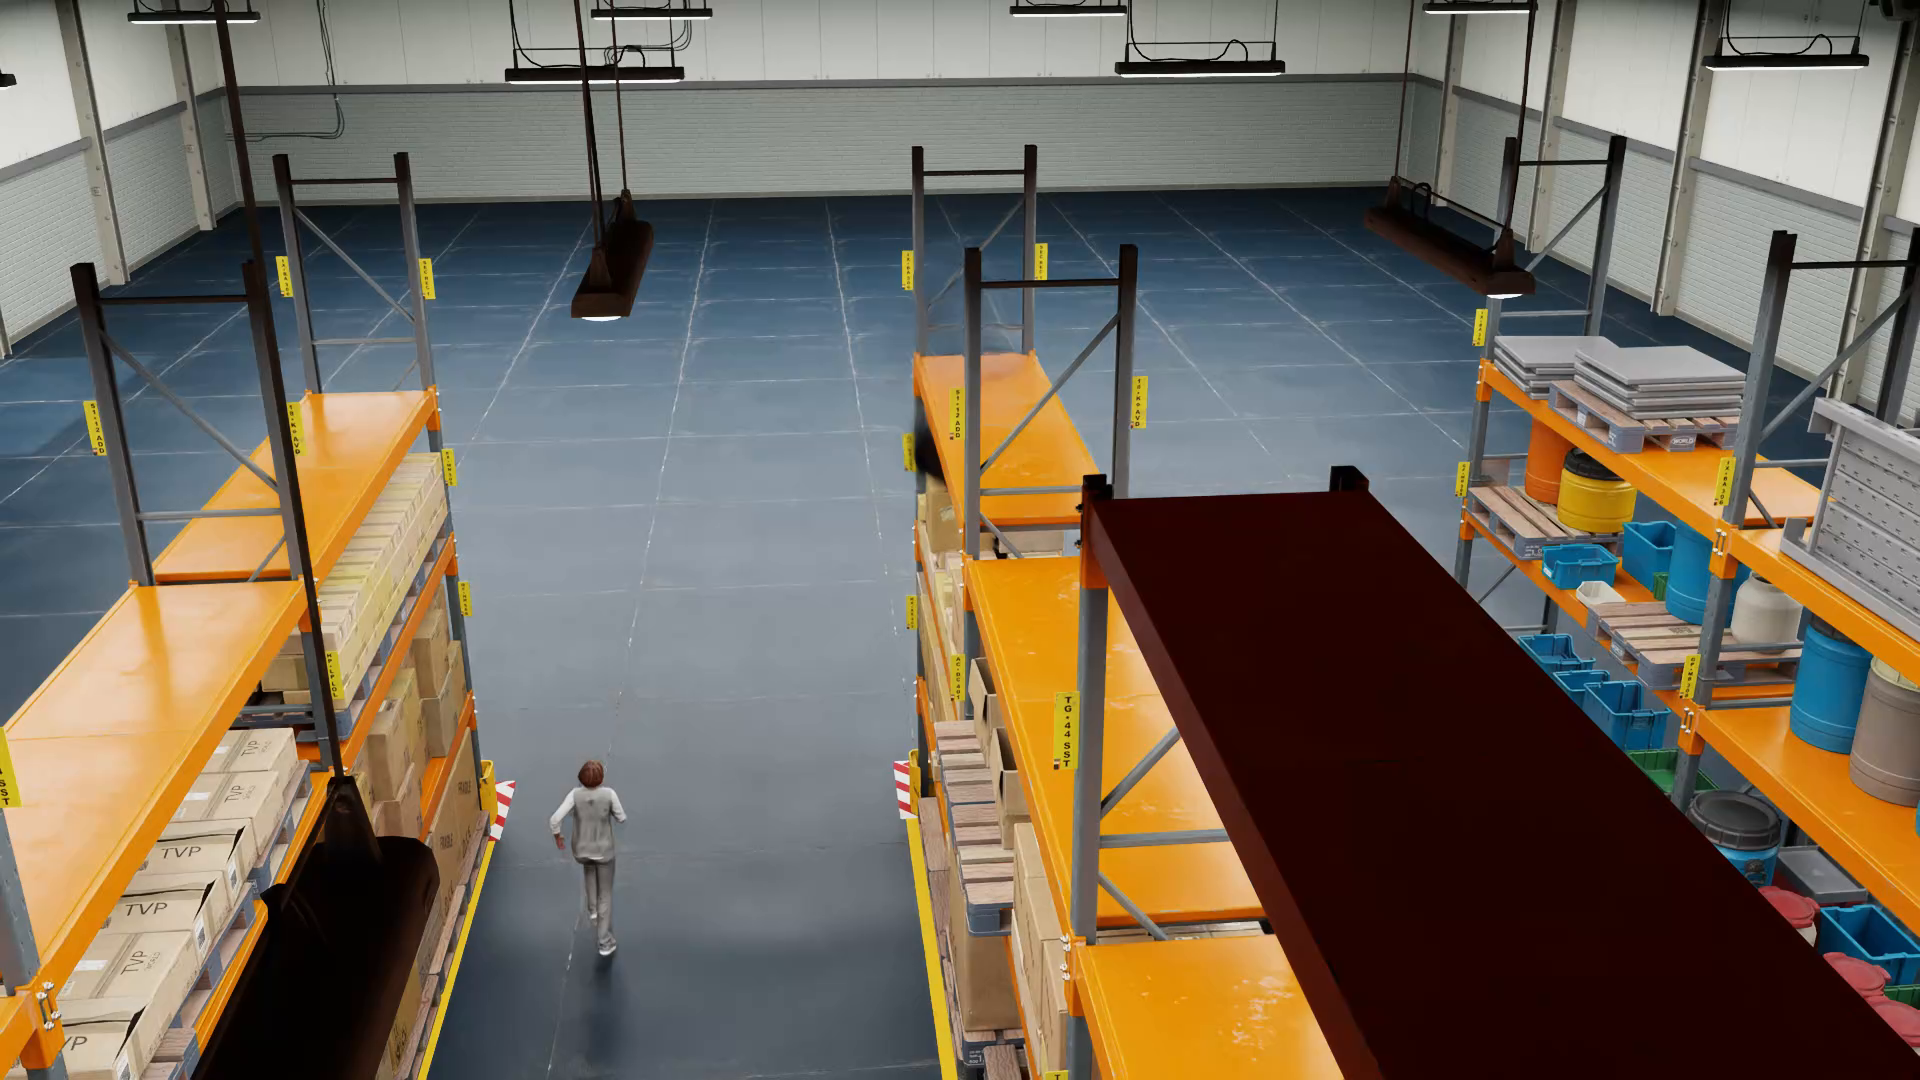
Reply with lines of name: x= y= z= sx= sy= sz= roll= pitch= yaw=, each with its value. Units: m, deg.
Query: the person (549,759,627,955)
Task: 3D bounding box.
person: x=-2.918 y=2.479 z=13.199 sx=0.545 sy=1.589 sz=0.813 roll=0 pitch=22 yaw=-1

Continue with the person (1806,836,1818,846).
person: x=7.240 y=2.272 z=13.723 sx=0.595 sy=1.609 sz=0.561 roll=-6 pitch=22 yaw=-14

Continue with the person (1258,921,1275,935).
person: x=2.191 y=2.917 z=12.005 sx=0.652 sy=1.735 sz=0.963 roll=-1 pitch=22 yaw=-3
